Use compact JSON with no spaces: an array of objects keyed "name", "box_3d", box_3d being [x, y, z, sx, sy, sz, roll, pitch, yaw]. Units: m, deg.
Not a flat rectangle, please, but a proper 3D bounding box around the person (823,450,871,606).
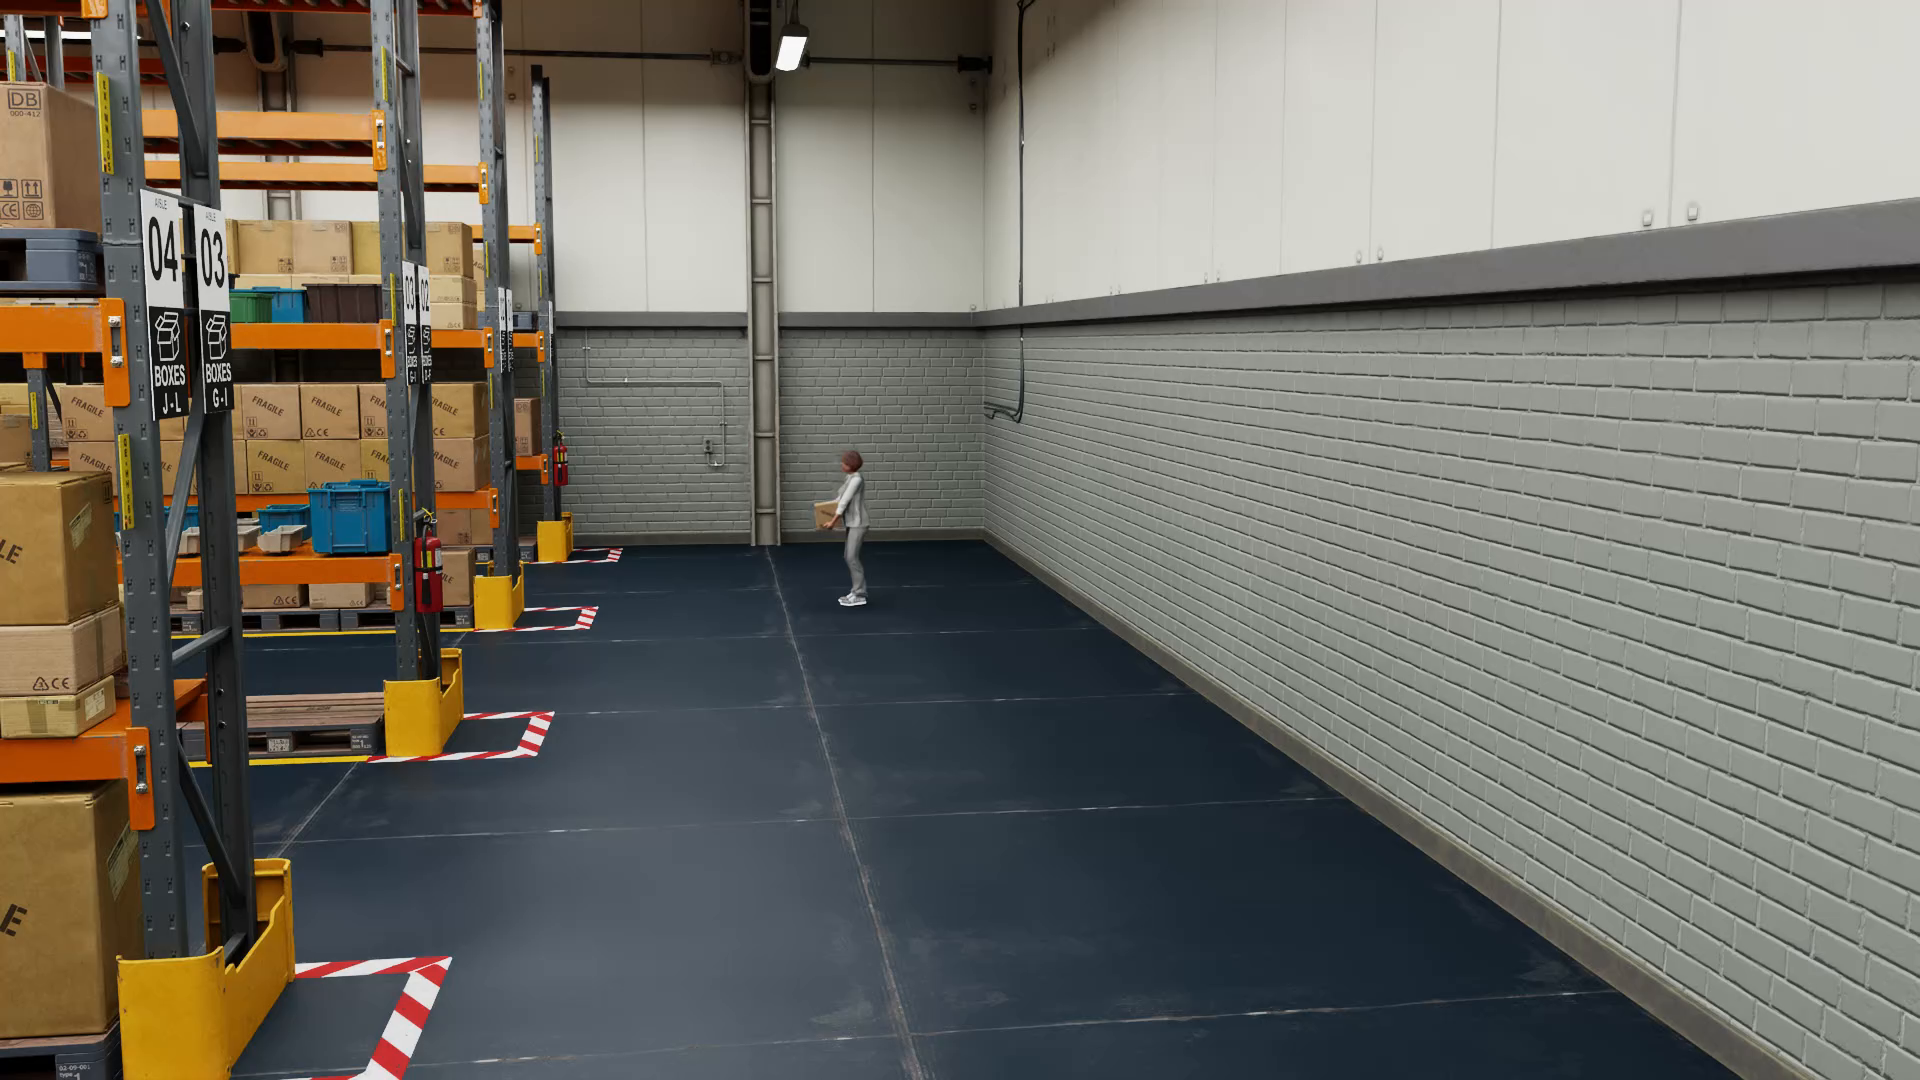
[{"name":"person","box_3d":[-1.168,-0.125,17.111,0.503,1.598,0.375,-1,7,-10]}]
